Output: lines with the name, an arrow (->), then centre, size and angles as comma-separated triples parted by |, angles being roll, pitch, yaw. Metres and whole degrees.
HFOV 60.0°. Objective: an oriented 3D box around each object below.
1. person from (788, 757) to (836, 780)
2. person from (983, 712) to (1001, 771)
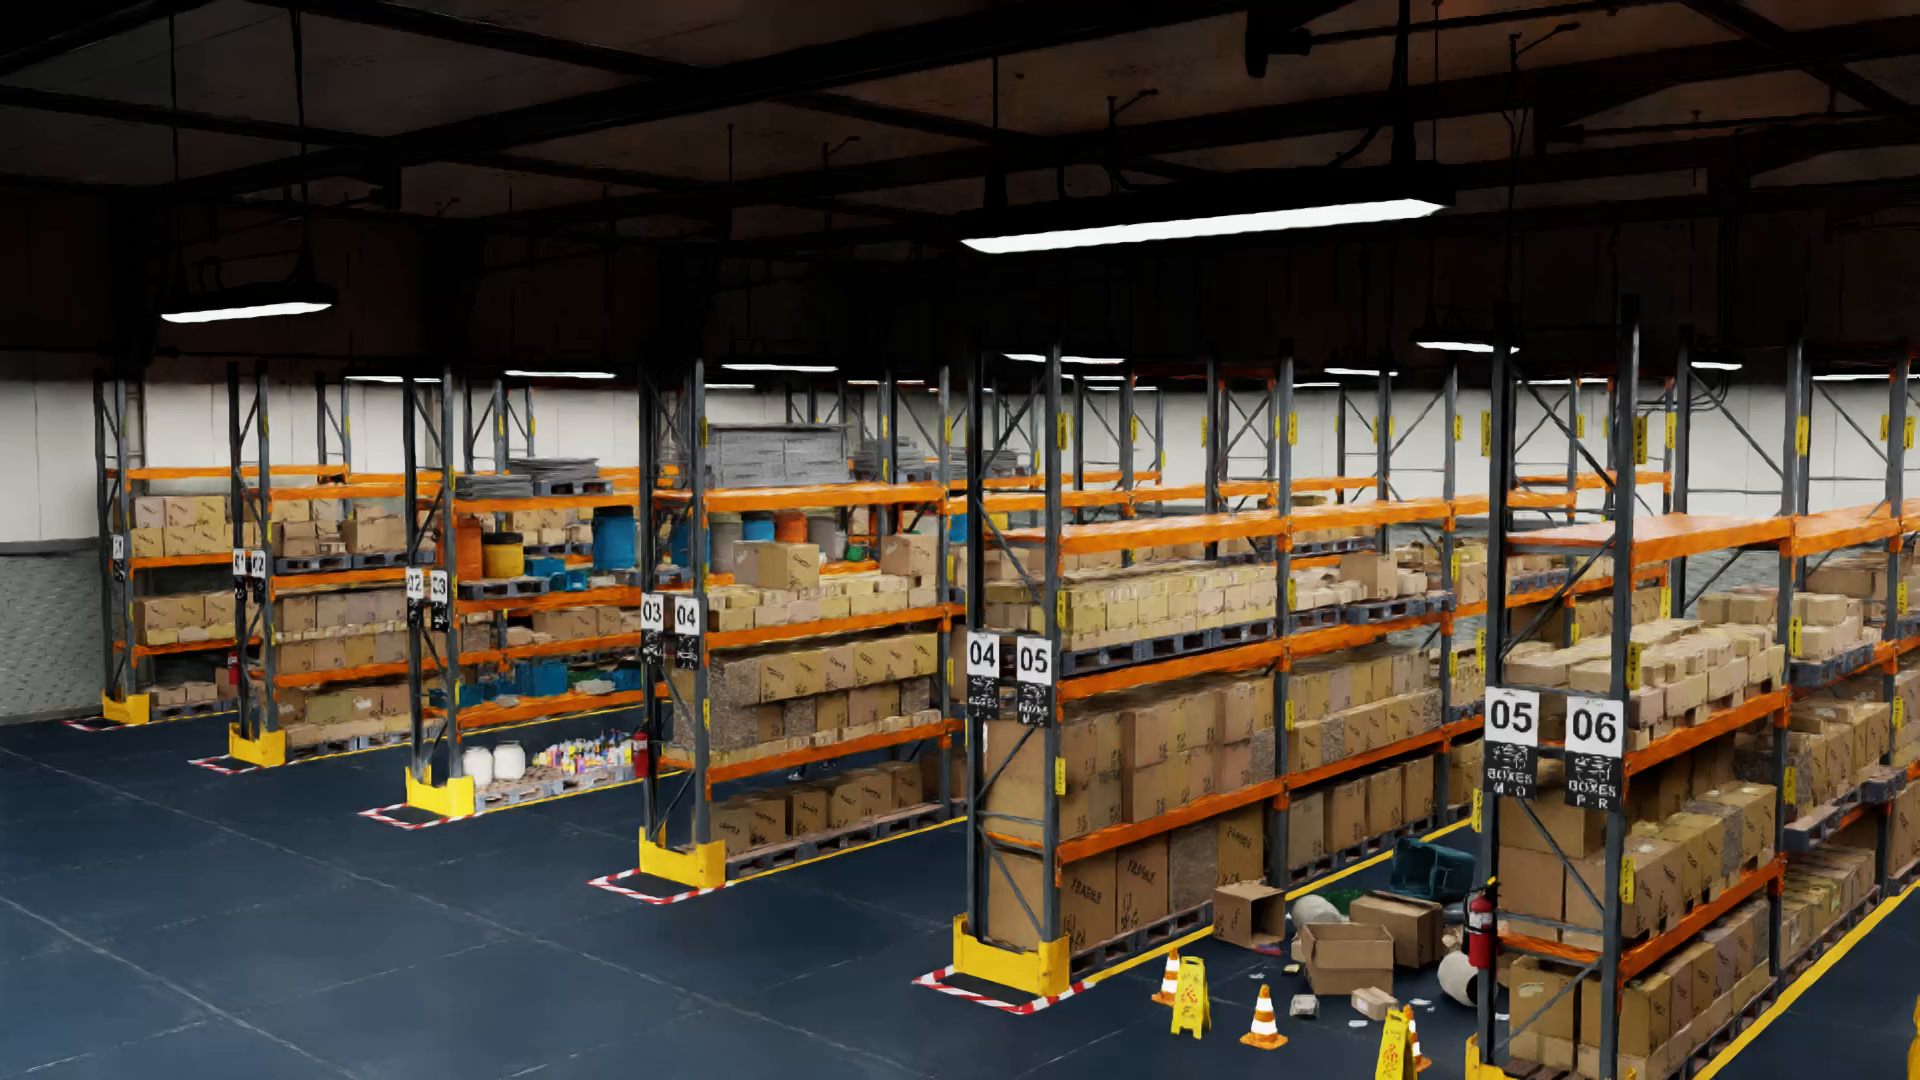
person -> -2.162, 2.637, 23.873 | 0.417, 1.517, 1.037 | 4, 6, 44
person -> 0.356, 2.831, 20.309 | 0.449, 1.668, 0.530 | 1, 4, 11
